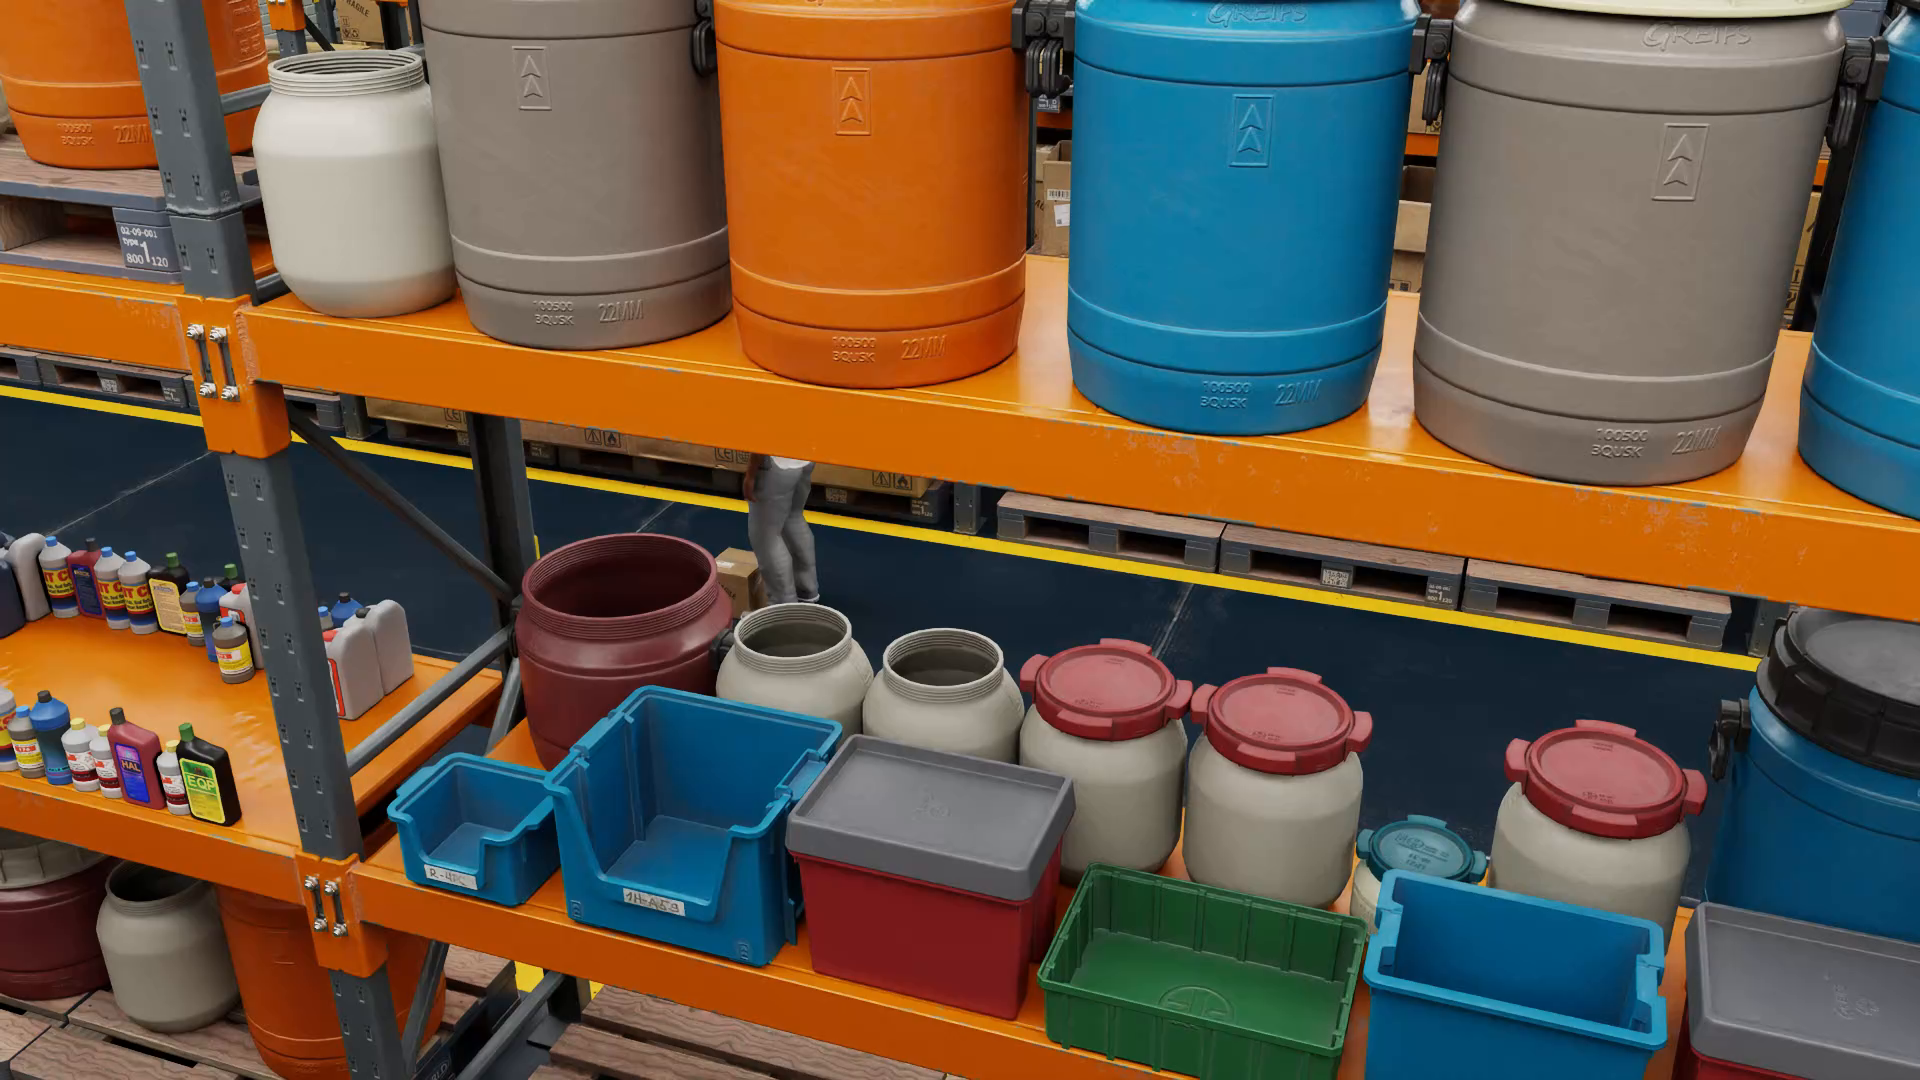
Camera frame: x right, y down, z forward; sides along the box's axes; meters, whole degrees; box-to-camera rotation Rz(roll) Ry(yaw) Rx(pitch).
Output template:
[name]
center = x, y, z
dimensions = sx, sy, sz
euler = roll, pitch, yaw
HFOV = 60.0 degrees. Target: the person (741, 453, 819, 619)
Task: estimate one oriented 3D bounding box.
[person]
center = -0.872, -0.385, 7.904
dimensions = 0.392, 1.660, 0.506
euler = 9, 27, 18
